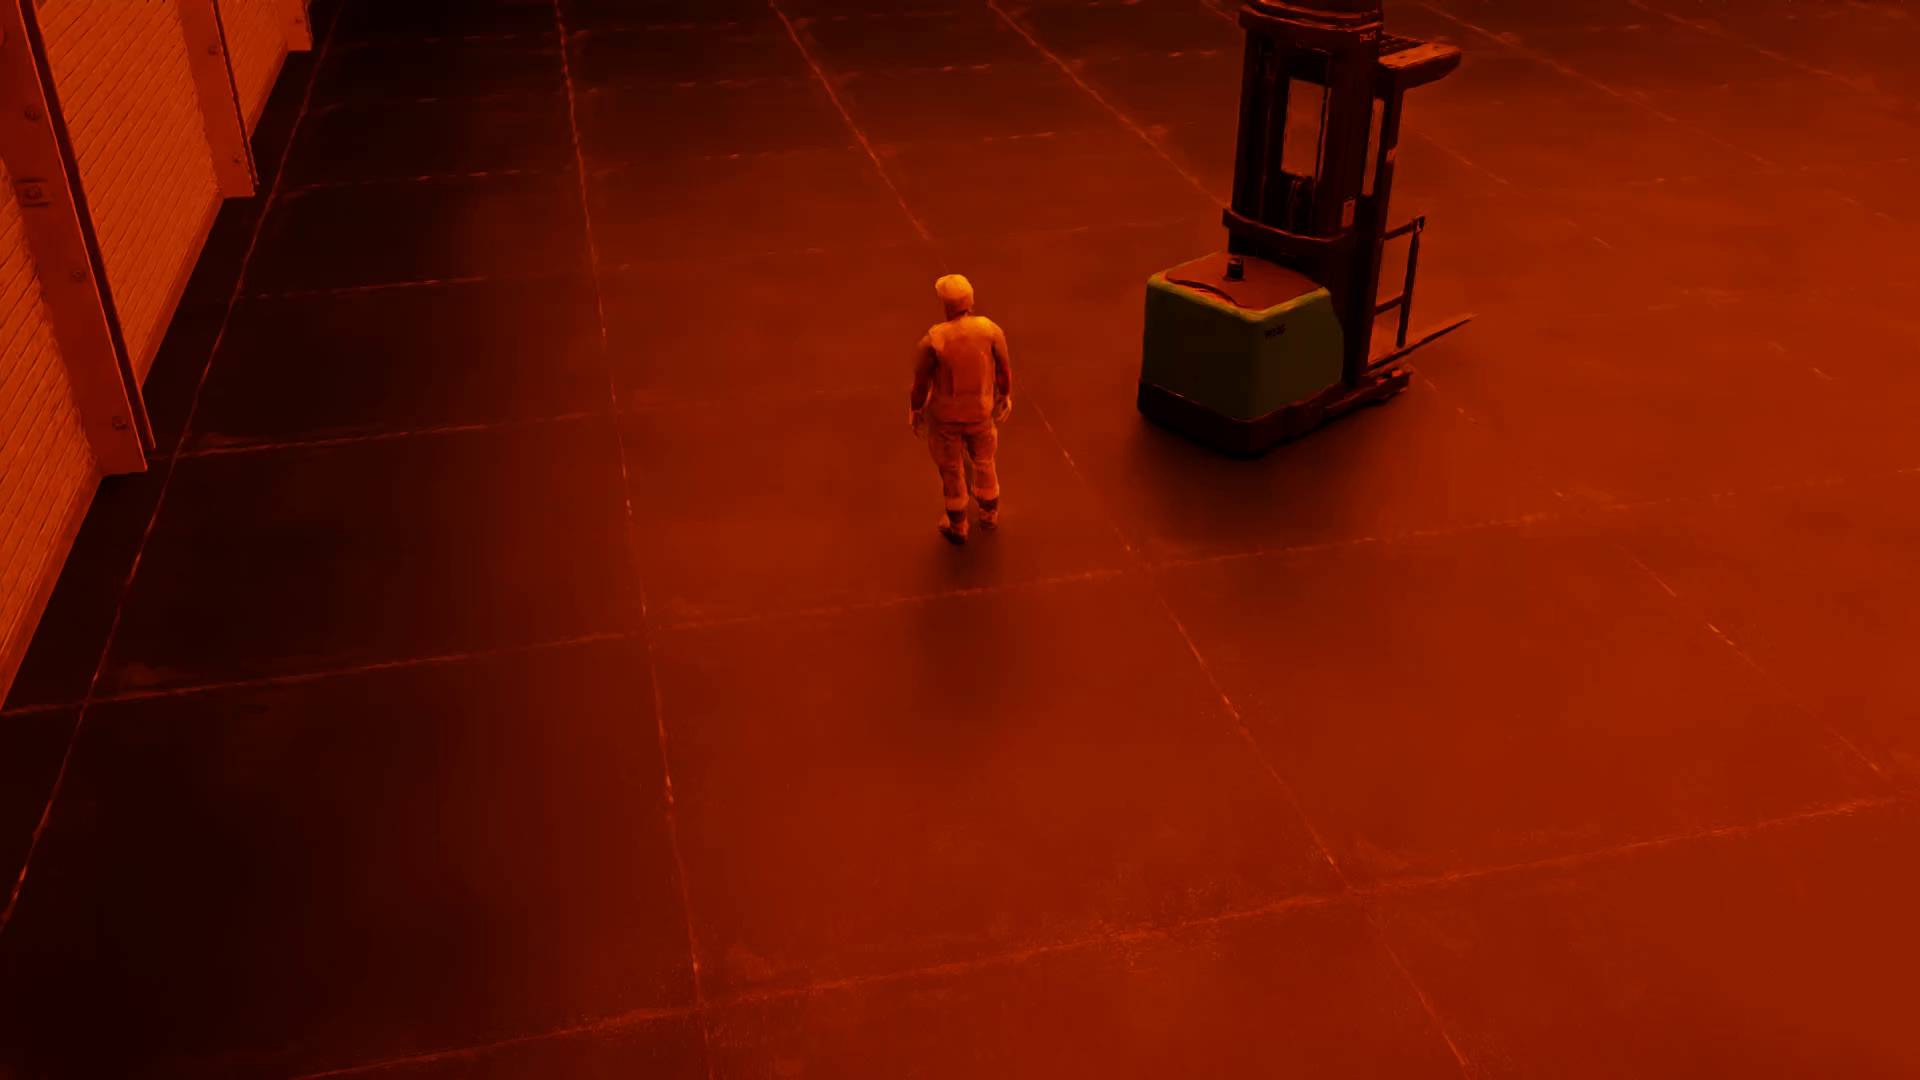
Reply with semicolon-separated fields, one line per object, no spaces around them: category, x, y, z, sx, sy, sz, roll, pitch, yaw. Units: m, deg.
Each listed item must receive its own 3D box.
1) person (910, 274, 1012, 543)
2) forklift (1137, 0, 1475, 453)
person;-0.008;-0.821;10.118;0.637;1.787;0.563;-7;31;-12
forklift;2.716;-2.480;11.858;3.031;2.935;1.130;-24;38;-35
